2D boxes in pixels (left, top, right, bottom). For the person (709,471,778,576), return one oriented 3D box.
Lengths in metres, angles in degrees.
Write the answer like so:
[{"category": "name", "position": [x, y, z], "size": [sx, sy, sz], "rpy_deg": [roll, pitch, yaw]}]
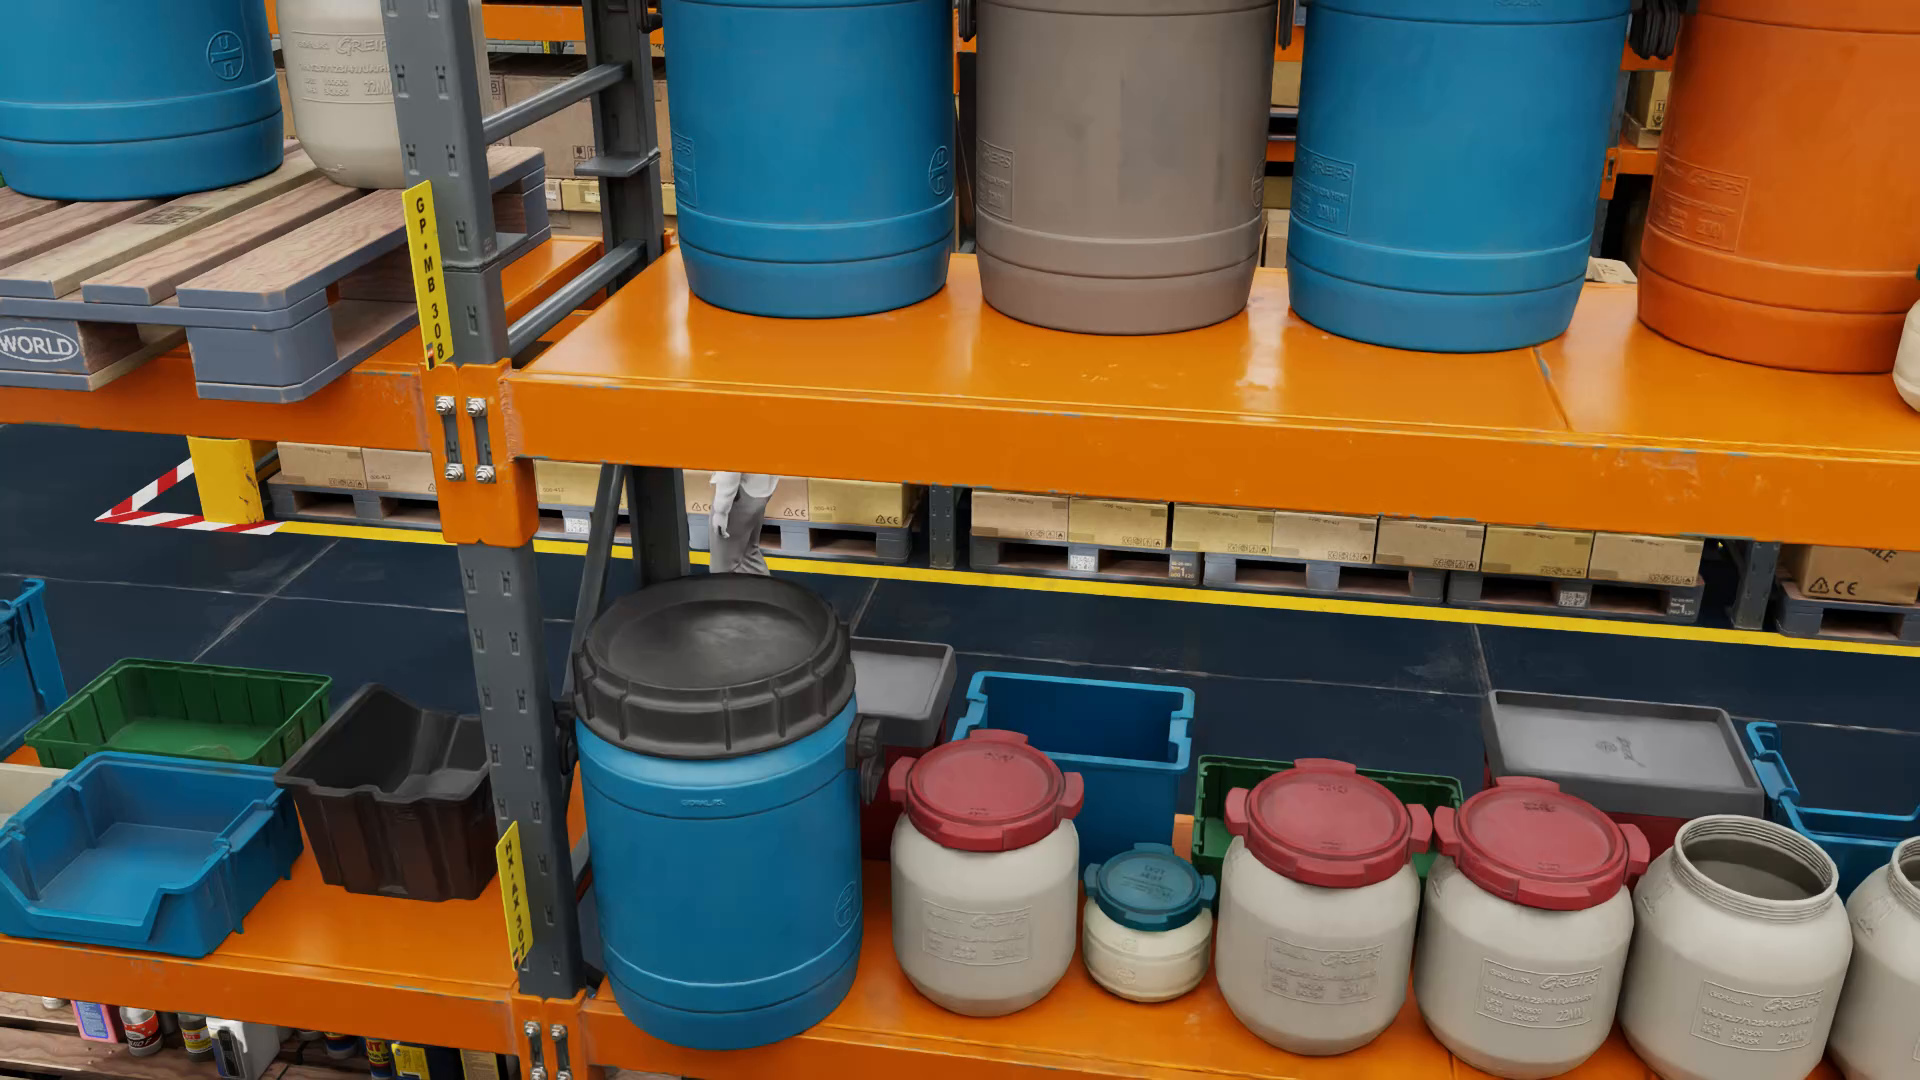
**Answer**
[{"category": "person", "position": [-1.040, -0.221, 7.575], "size": [0.415, 1.663, 0.544], "rpy_deg": [2, 25, 5]}]
